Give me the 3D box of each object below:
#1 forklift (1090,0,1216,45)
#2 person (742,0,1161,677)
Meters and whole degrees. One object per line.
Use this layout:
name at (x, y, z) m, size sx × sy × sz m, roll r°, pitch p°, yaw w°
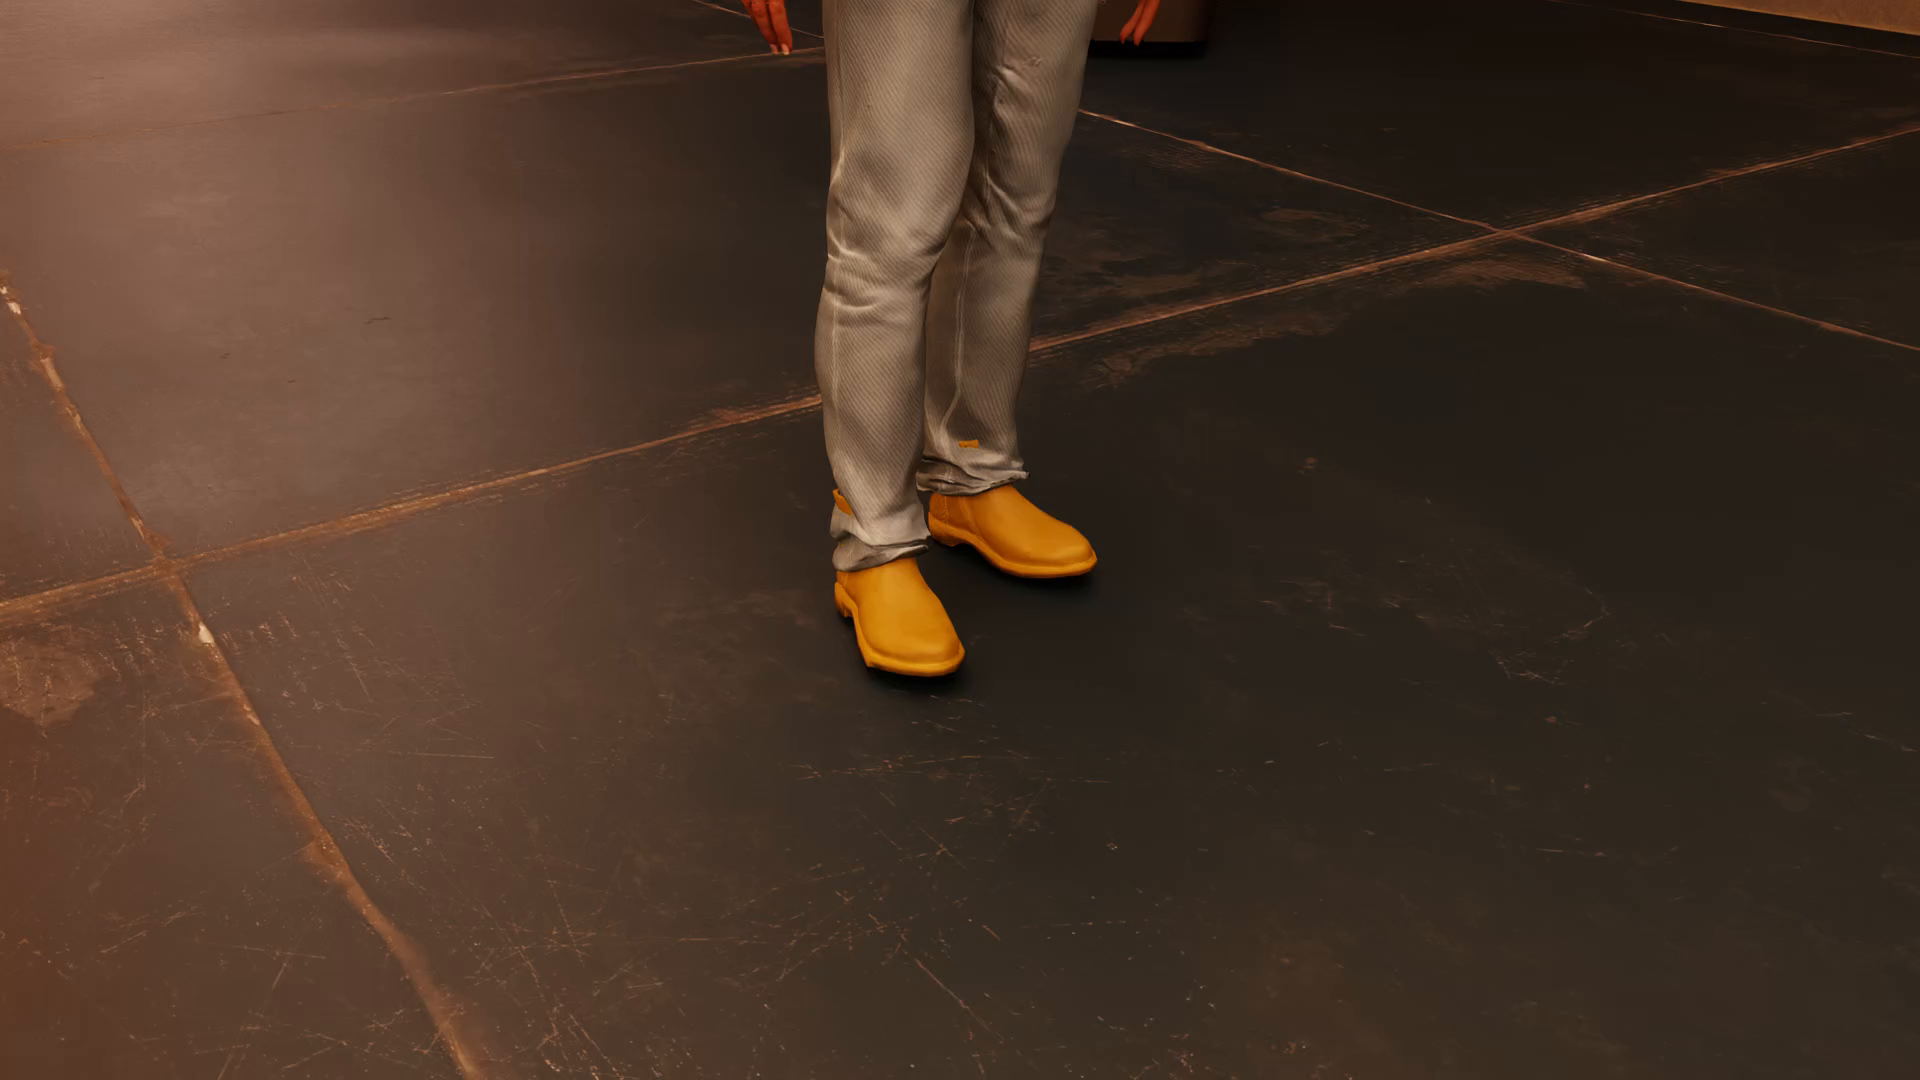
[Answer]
forklift at (0.498, -3.672, 6.552) m, size 1.130 × 2.935 × 3.031 m, roll 3°, pitch 27°, yaw 5°
person at (0.035, -0.769, 2.046) m, size 0.665 × 1.768 × 0.575 m, roll -17°, pitch 31°, yaw -31°
